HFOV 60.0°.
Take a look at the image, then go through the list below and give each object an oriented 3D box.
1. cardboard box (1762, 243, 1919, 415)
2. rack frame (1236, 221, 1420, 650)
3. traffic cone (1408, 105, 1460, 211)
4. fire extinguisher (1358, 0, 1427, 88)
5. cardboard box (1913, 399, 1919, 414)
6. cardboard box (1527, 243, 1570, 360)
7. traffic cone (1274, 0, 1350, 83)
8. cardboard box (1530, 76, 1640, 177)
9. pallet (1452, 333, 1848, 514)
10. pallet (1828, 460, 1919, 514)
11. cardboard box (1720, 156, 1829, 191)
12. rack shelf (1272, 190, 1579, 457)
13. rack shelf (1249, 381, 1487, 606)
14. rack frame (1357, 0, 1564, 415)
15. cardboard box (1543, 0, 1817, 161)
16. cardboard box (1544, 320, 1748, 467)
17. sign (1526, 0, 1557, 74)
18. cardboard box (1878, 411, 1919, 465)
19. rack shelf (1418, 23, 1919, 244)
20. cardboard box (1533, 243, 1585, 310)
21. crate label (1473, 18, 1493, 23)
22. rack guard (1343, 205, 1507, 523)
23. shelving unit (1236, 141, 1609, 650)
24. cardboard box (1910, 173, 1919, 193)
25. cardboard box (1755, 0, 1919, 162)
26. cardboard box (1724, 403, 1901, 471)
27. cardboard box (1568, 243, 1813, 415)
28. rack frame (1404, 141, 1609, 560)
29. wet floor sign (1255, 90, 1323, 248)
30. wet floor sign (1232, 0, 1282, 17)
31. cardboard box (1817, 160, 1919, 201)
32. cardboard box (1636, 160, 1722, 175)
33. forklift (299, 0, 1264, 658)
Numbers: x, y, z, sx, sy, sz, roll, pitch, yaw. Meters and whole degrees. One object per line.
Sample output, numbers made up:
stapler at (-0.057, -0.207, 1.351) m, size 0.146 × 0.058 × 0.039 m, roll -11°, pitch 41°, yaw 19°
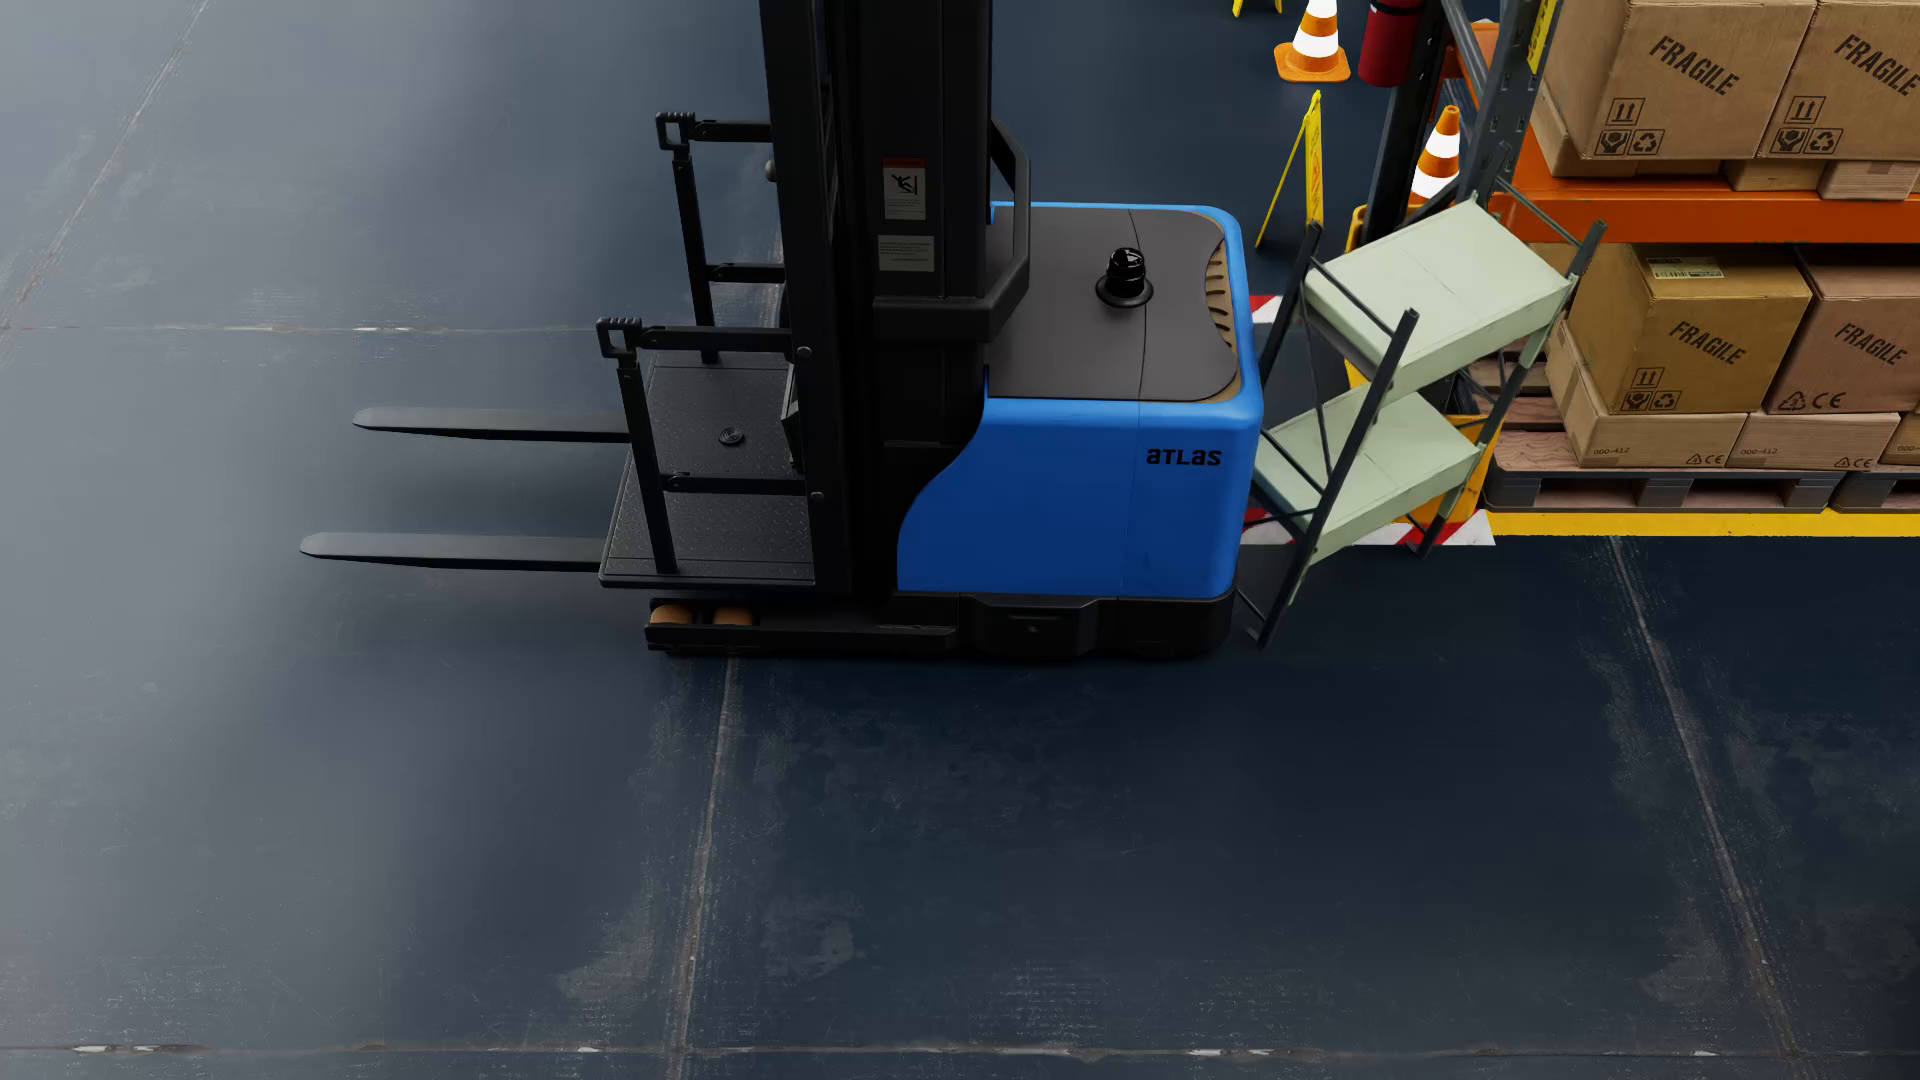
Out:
cardboard box at (2.911, -0.770, 5.497) m, size 0.500 × 0.500 × 0.500 m, roll -1°, pitch 47°, yaw -1°
rack frame at (0.960, -0.244, 4.887) m, size 0.023 × 1.500 × 0.400 m, roll -26°, pitch 60°, yaw -25°
traffic cone at (1.994, -1.589, 6.913) m, size 0.334 × 0.463 × 0.336 m, roll 0°, pitch 47°, yaw 0°
fire extinguisher at (1.446, -1.822, 5.449) m, size 0.183 × 0.674 × 0.296 m, roll 0°, pitch 47°, yaw 0°
cardboard box at (3.413, -0.762, 5.490) m, size 0.500 × 0.500 × 0.500 m, roll 1°, pitch 47°, yaw 1°
cardboard box at (2.392, -0.911, 6.141) m, size 0.500 × 0.250 × 0.500 m, roll 0°, pitch 47°, yaw 0°
traffic cone at (1.658, -2.403, 7.670) m, size 0.334 × 0.463 × 0.336 m, roll 0°, pitch 47°, yaw 0°
cardboard box at (1.898, -1.272, 5.057) m, size 0.250 × 0.149 × 0.380 m, roll 0°, pitch 47°, yaw 0°
pallet at (2.447, -0.532, 6.101) m, size 1.213 × 0.211 × 1.003 m, roll 0°, pitch 47°, yaw 0°
pallet at (3.664, -0.527, 6.096) m, size 1.213 × 0.211 × 1.003 m, roll 0°, pitch 47°, yaw 0°
cardboard box at (2.415, -1.222, 5.010) m, size 0.250 × 0.149 × 0.380 m, roll -1°, pitch 47°, yaw -1°
rack shelf at (1.303, -0.626, 4.737) m, size 0.720 × 0.370 × 0.431 m, roll -26°, pitch 60°, yaw -25°
rack shelf at (1.223, -0.187, 5.297) m, size 0.720 × 0.370 × 0.431 m, roll -26°, pitch 60°, yaw -25°
rack frame at (1.559, -1.511, 5.107) m, size 0.127 × 3.000 × 1.000 m, roll 0°, pitch 47°, yaw 0°
cardboard box at (2.032, -1.442, 4.771) m, size 0.500 × 0.500 × 0.500 m, roll 0°, pitch 47°, yaw 0°
cardboard box at (2.365, -0.512, 5.769) m, size 0.500 × 0.250 × 0.500 m, roll 0°, pitch 47°, yaw 0°
sign at (1.557, -1.408, 4.420) m, size 0.005 × 0.325 × 0.100 m, roll 0°, pitch 47°, yaw 0°
cardboard box at (3.421, -0.513, 5.770) m, size 0.500 × 0.250 × 0.500 m, roll 3°, pitch 47°, yaw 3°
rack shelf at (3.559, -1.260, 5.365) m, size 4.000 × 0.370 × 1.077 m, roll 0°, pitch 47°, yaw 0°
cardboard box at (2.361, -1.161, 5.861) m, size 0.500 × 0.500 × 0.500 m, roll 0°, pitch 47°, yaw 0°
crate label at (2.444, -2.335, 7.830) m, size 0.298 × 0.136 × 0.250 m, roll -23°, pitch 51°, yaw -20°
rack guard at (1.635, -0.659, 6.022) m, size 0.348 × 0.500 × 1.175 m, roll 0°, pitch 47°, yaw 0°
shelving unit at (1.260, -0.387, 5.042) m, size 0.755 × 1.500 × 0.431 m, roll -26°, pitch 60°, yaw -25°
cardboard box at (2.928, -1.212, 5.000) m, size 0.250 × 0.149 × 0.380 m, roll 1°, pitch 47°, yaw 1°
cardboard box at (2.550, -1.443, 4.772) m, size 0.500 × 0.500 × 0.500 m, roll 1°, pitch 47°, yaw 1°
cardboard box at (2.875, -0.505, 5.763) m, size 0.500 × 0.250 × 0.500 m, roll 2°, pitch 47°, yaw 2°
cardboard box at (2.388, -0.768, 5.495) m, size 0.500 × 0.500 × 0.500 m, roll -1°, pitch 47°, yaw -1°
rack frame at (1.559, -0.530, 5.197) m, size 0.023 × 1.500 × 0.400 m, roll -26°, pitch 60°, yaw -25°
wet floor sign at (1.373, -1.492, 6.698) m, size 0.232 × 0.644 × 0.267 m, roll 15°, pitch 49°, yaw 14°
wet floor sign at (1.440, -2.883, 7.992) m, size 0.232 × 0.644 × 0.267 m, roll -7°, pitch 47°, yaw -7°
cardboard box at (2.669, -1.188, 4.978) m, size 0.250 × 0.149 × 0.380 m, roll 1°, pitch 47°, yaw 1°
cardboard box at (2.150, -1.282, 5.066) m, size 0.250 × 0.149 × 0.380 m, roll 1°, pitch 47°, yaw 1°
forklift at (-0.628, -1.015, 4.693) m, size 3.031 × 2.935 × 1.130 m, roll 1°, pitch 47°, yaw 1°
